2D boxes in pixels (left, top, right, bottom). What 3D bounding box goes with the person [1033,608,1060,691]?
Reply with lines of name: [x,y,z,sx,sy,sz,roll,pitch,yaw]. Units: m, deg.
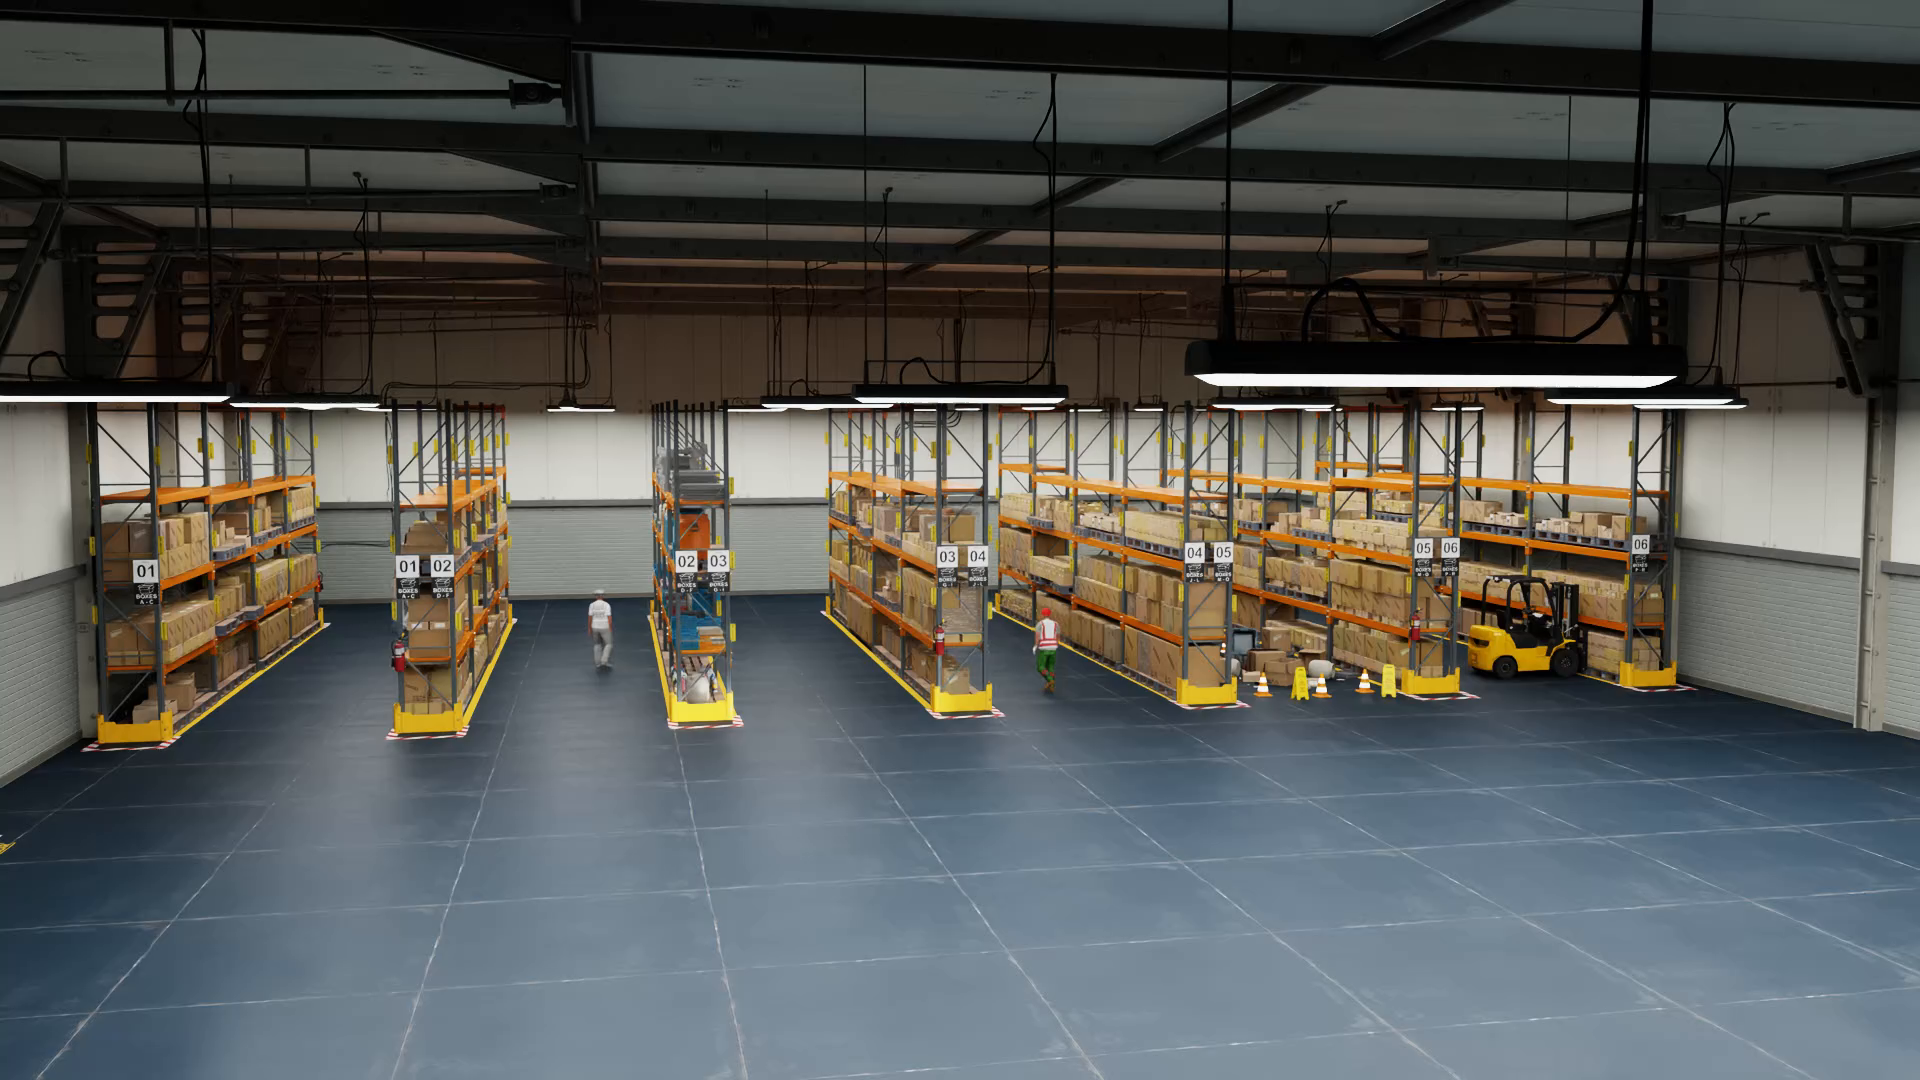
person: [1.840,2.278,34.467,0.618,1.711,0.764,-2,5,-25]

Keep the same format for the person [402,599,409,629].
person: [-14.797,1.553,44.278,0.501,1.672,0.439,3,5,32]

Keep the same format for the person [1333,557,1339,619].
person: [10.506,1.326,46.536,0.528,1.779,0.638,3,5,35]

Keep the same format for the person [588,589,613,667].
person: [-8.147,2.011,37.677,0.576,1.755,0.533,1,4,13]
